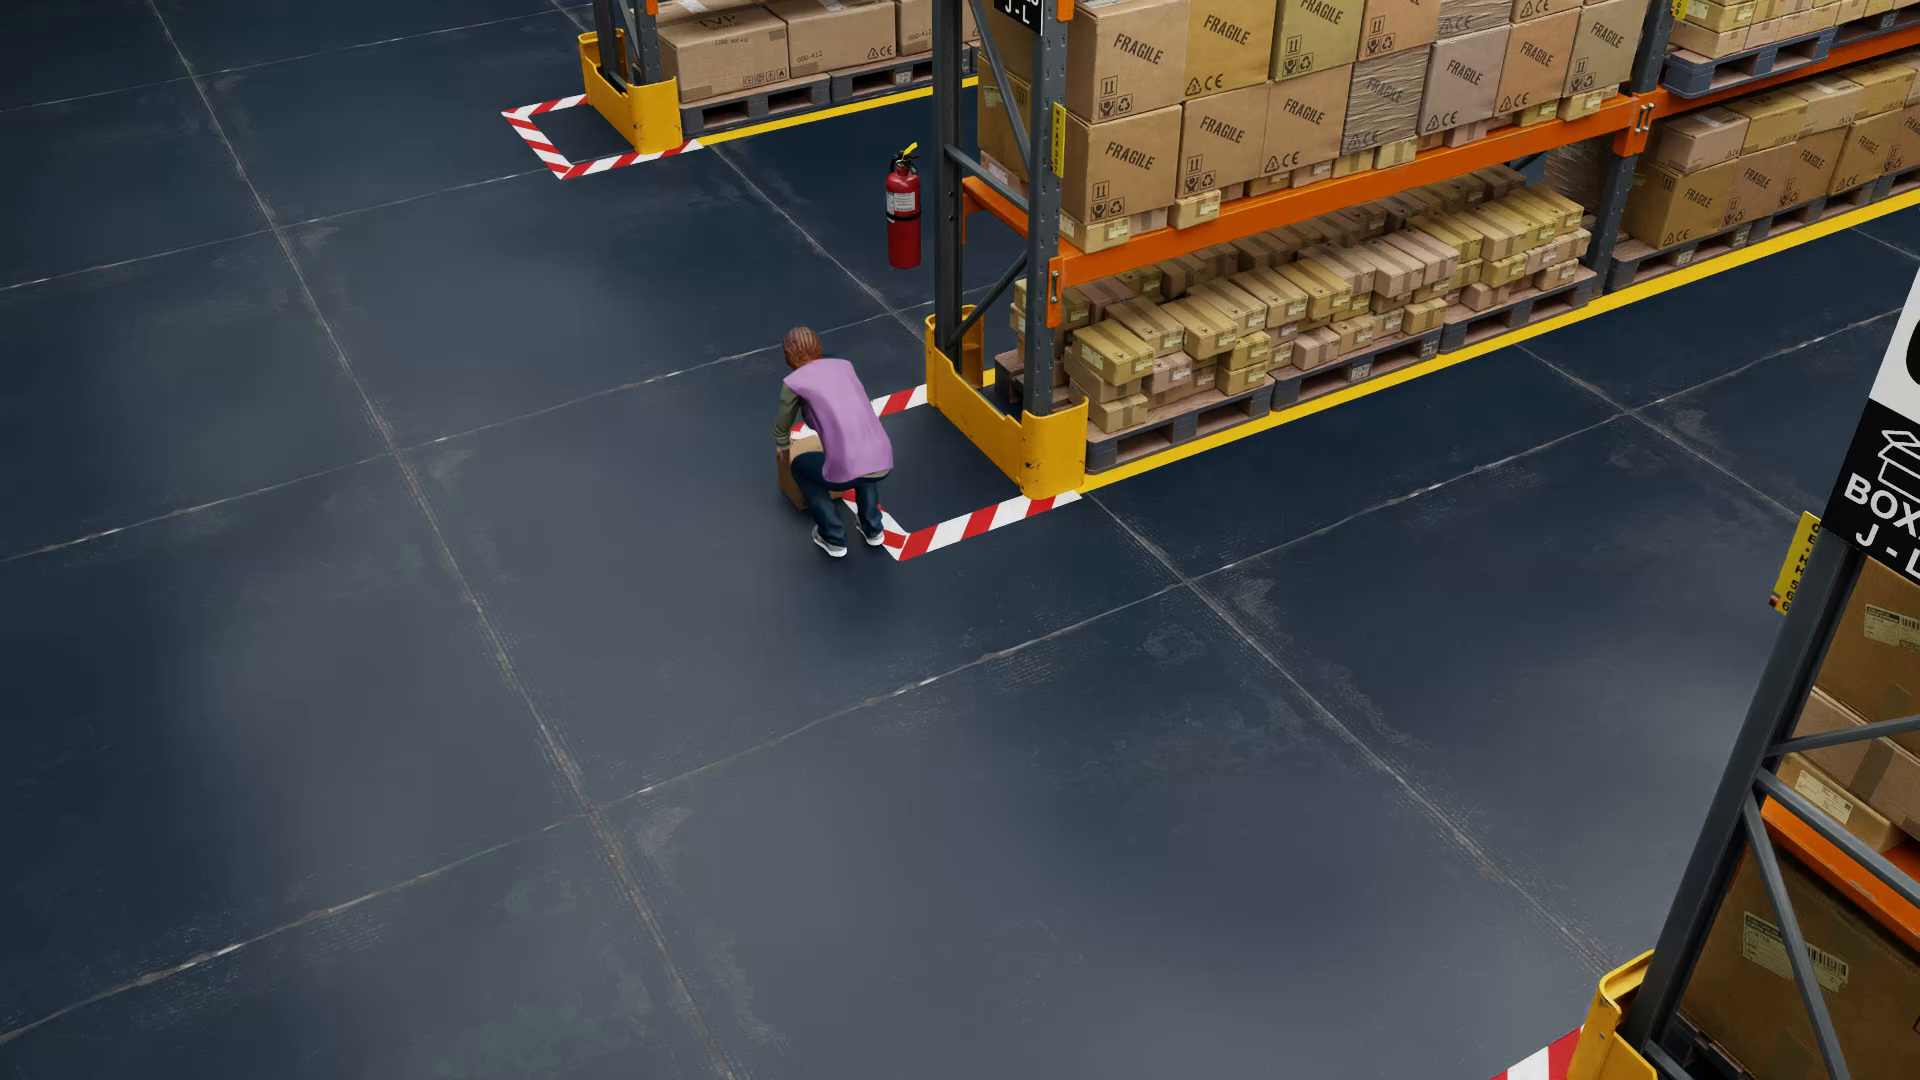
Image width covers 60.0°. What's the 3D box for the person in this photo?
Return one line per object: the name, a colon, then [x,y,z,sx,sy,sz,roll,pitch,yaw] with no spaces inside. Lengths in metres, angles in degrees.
person: [-0.613,-0.443,7.991,0.458,1.022,0.768,-17,40,-21]
